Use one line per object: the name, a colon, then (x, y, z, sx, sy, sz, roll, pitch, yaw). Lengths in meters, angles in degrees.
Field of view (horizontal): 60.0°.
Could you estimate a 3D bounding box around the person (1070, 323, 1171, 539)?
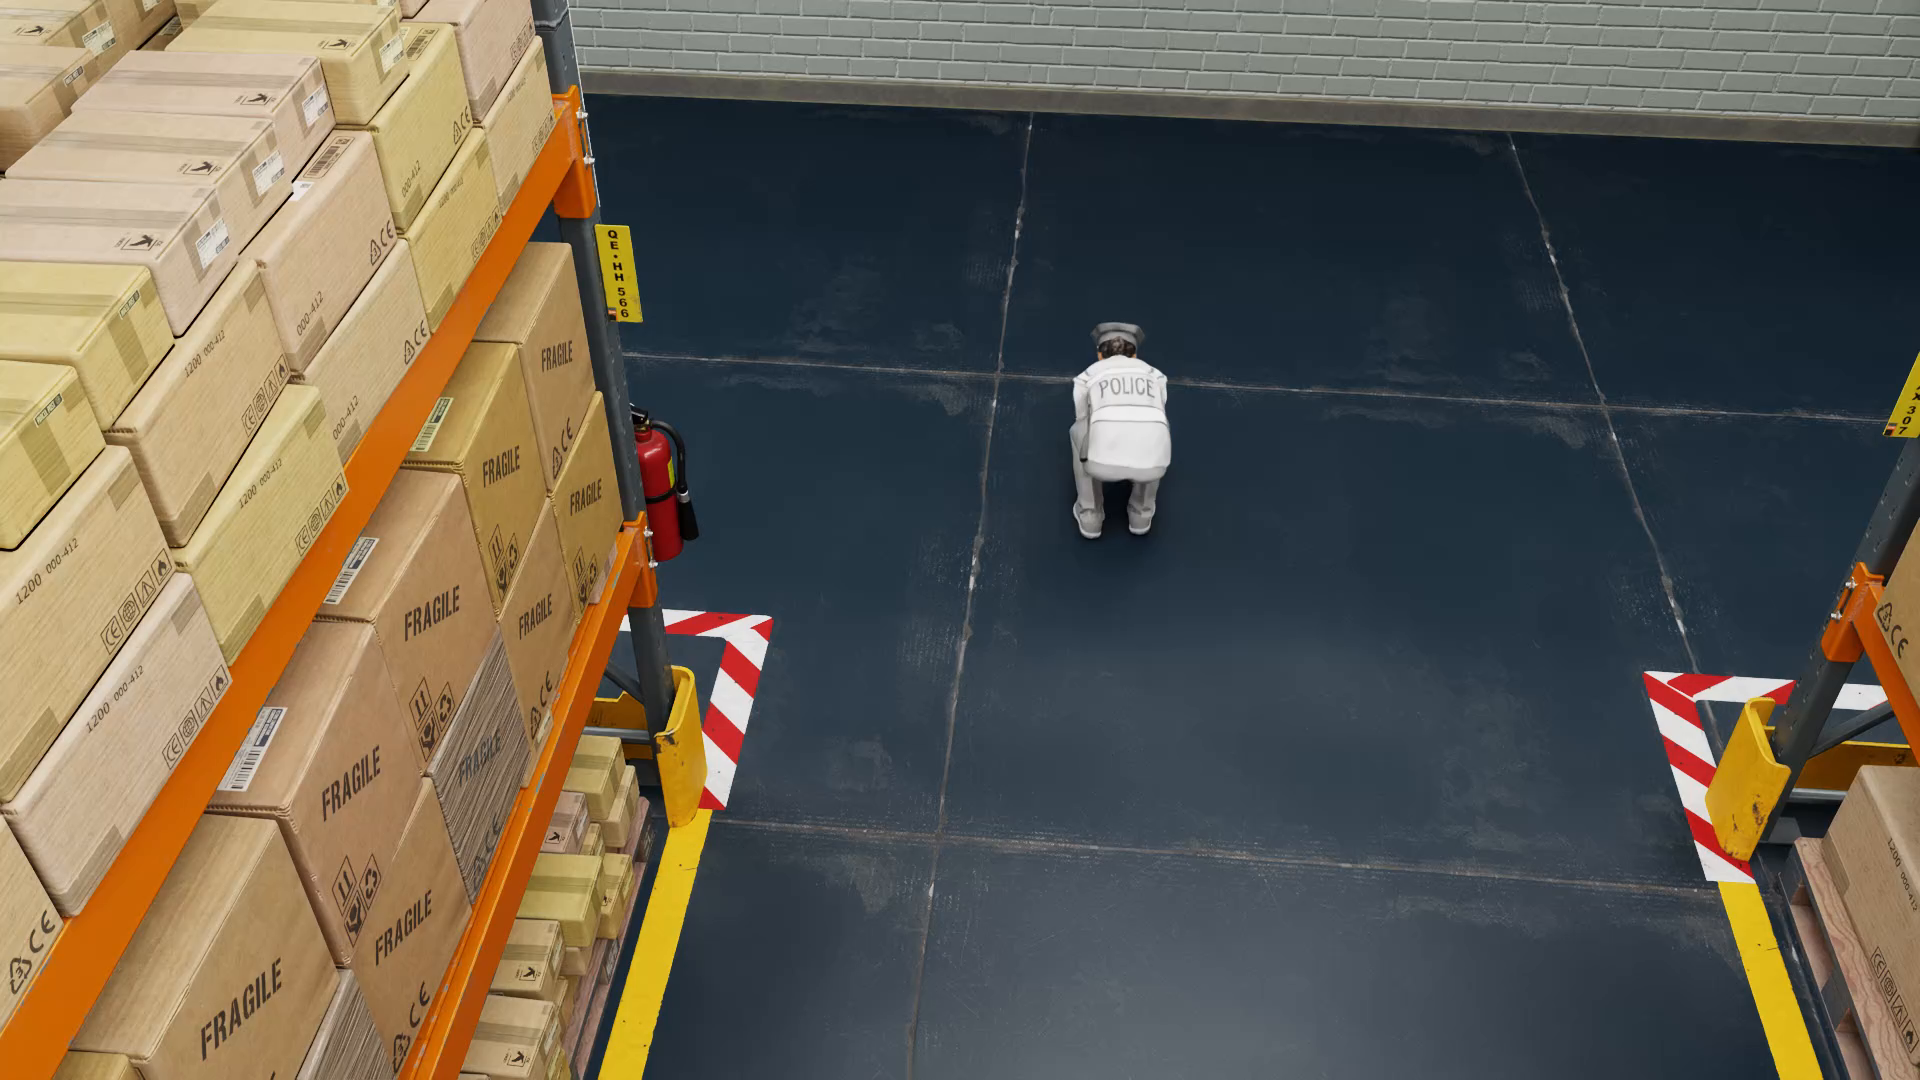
person: (0.713, -0.464, 7.419, 0.448, 0.770, 0.914, 2, 40, 3)
